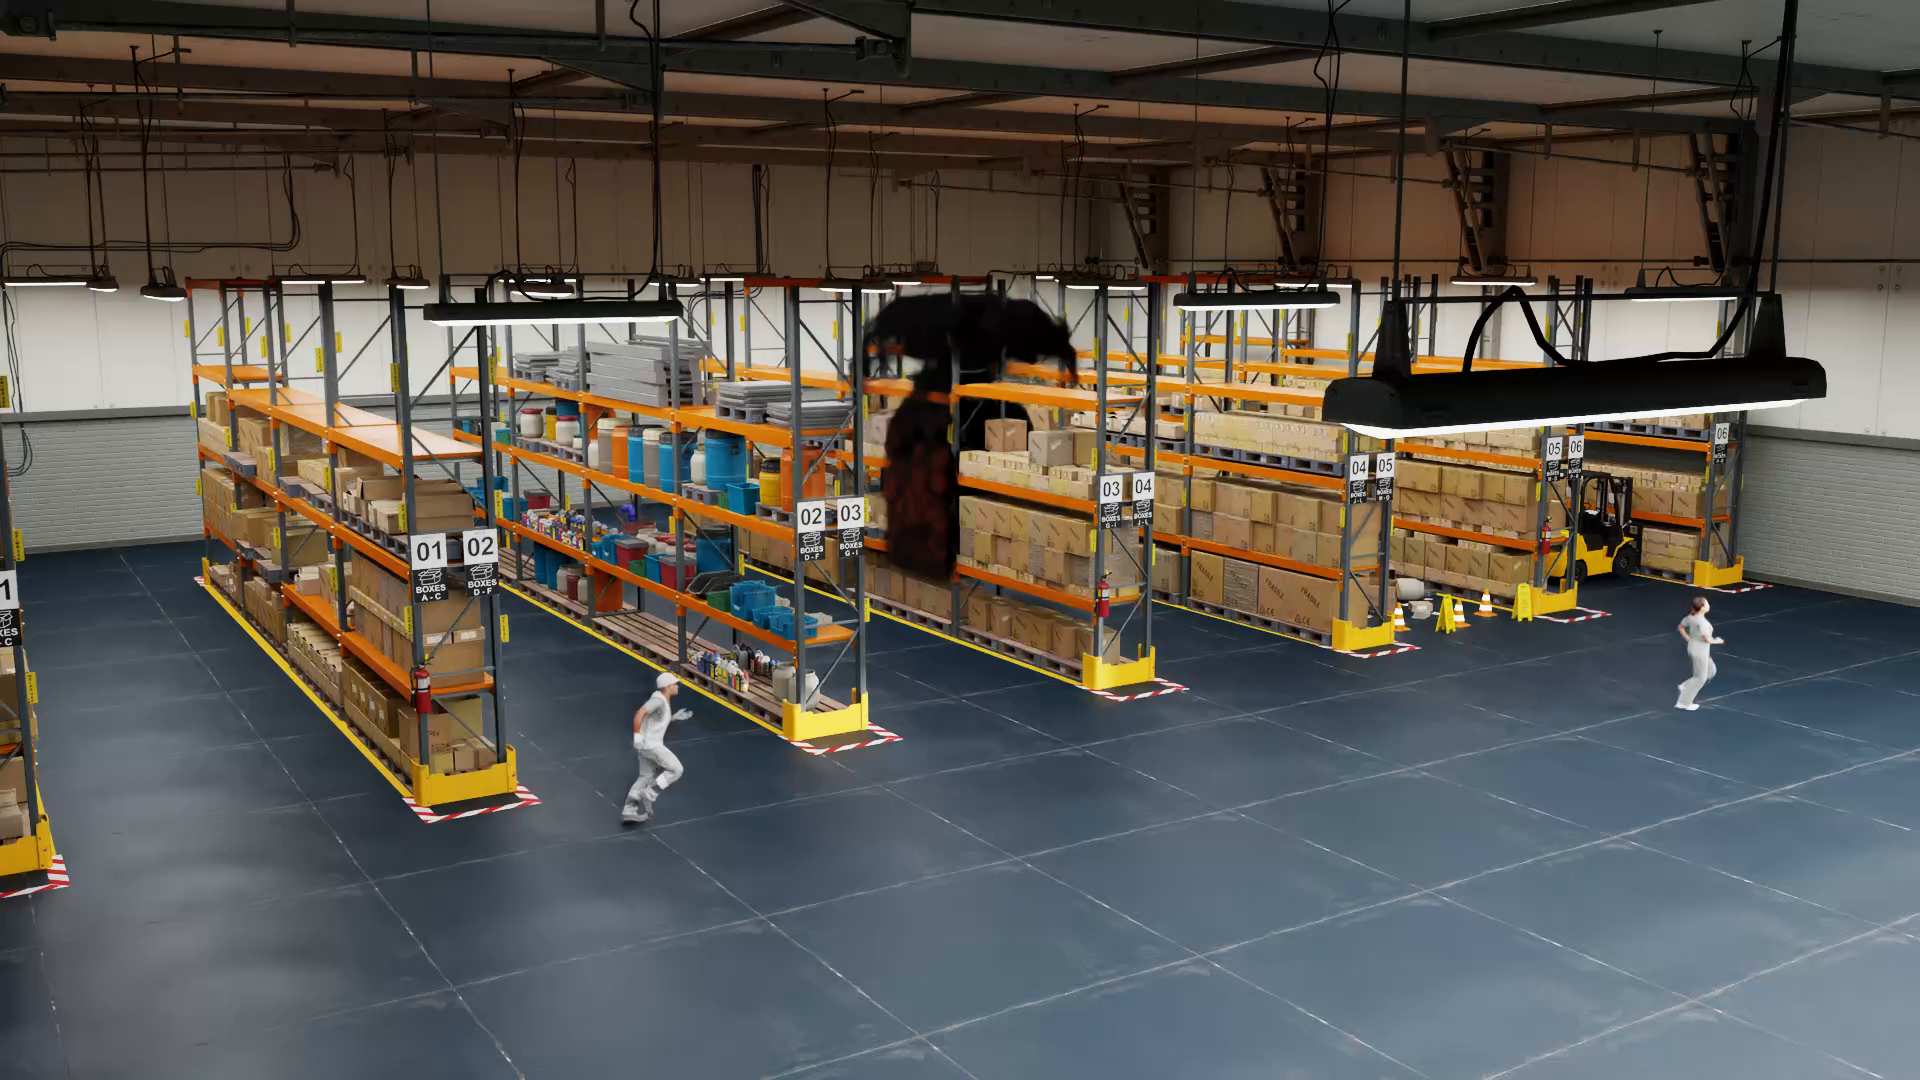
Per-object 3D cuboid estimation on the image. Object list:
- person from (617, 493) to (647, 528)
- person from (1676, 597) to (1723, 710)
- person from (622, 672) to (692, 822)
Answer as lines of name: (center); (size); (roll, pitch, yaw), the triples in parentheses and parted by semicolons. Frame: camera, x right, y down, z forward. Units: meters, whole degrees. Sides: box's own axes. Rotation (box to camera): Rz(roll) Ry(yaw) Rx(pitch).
person: (-6.622, -0.120, 33.848); (0.758, 1.708, 0.558); (9, 13, 44)
person: (10.501, 1.597, 23.566); (0.582, 1.633, 0.549); (1, 10, 4)
person: (-3.440, 2.344, 18.859); (0.839, 1.703, 0.648); (-3, 10, -16)
